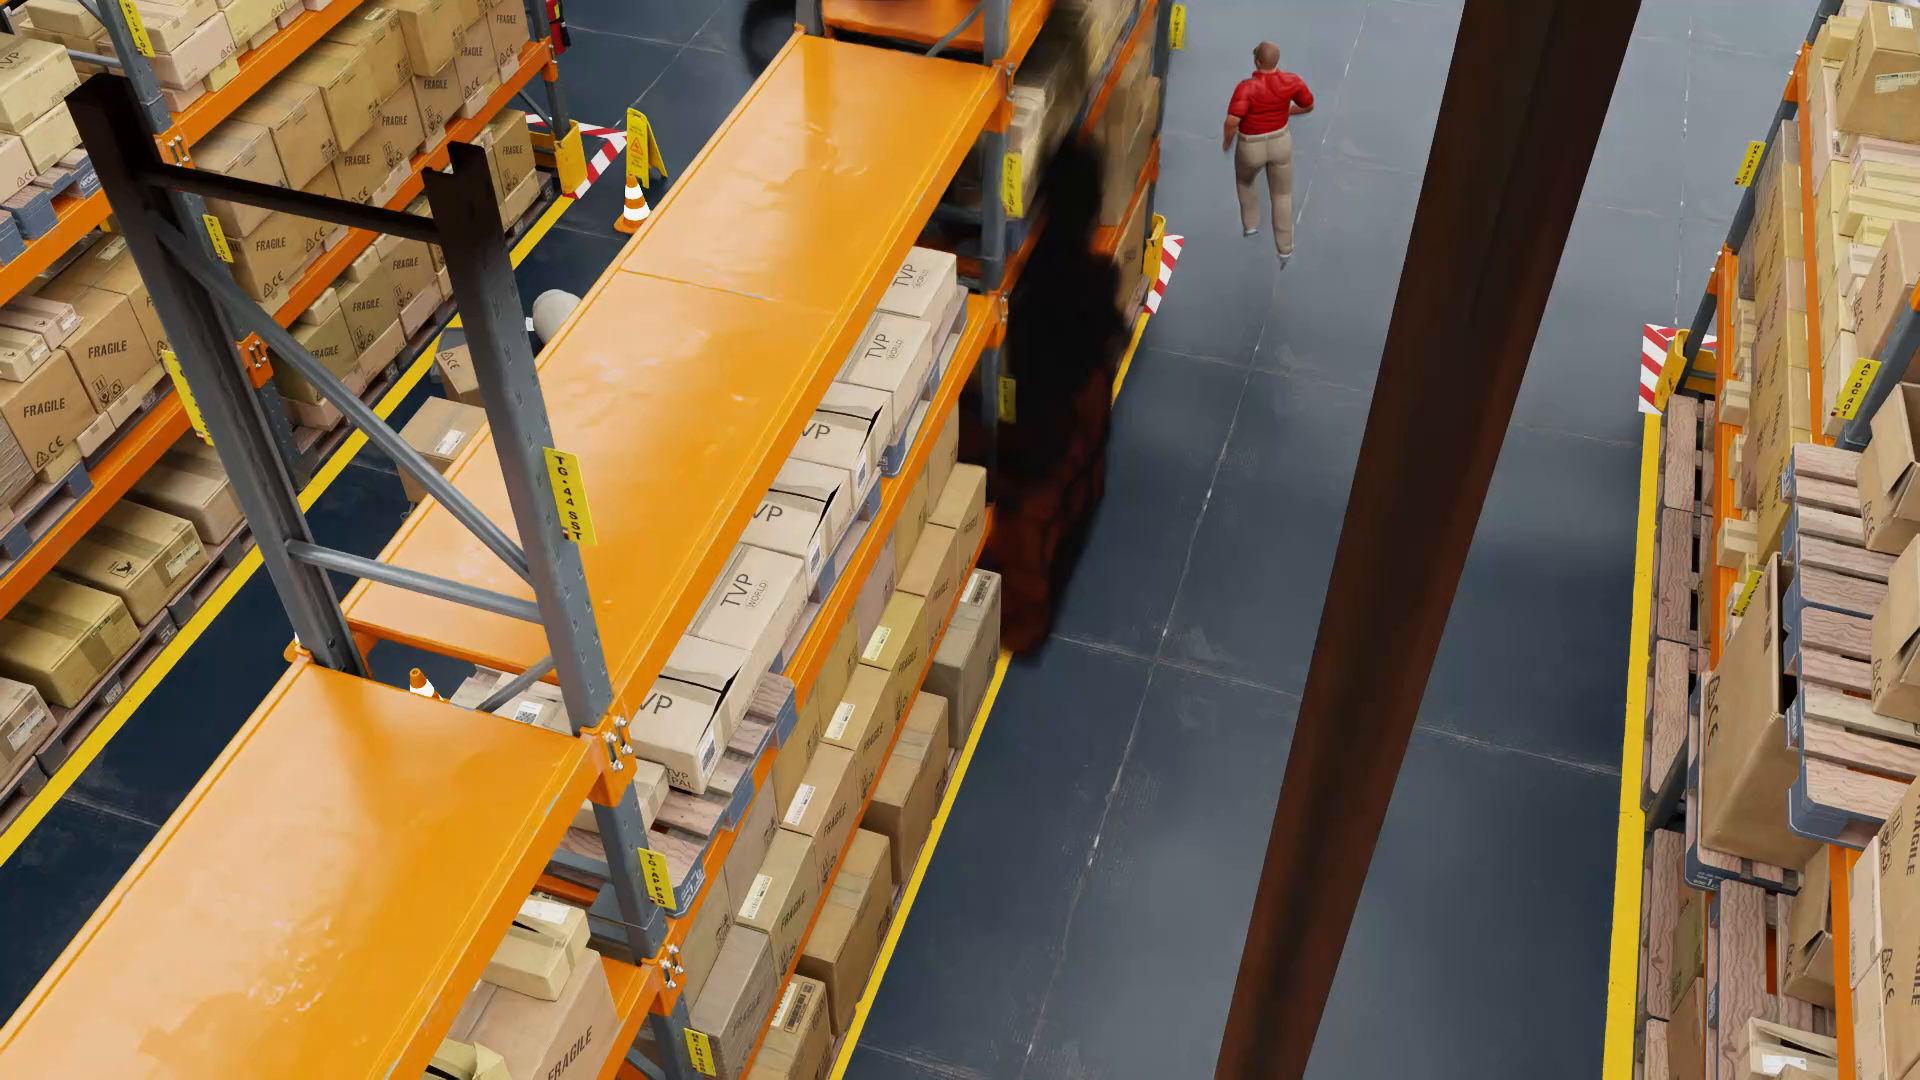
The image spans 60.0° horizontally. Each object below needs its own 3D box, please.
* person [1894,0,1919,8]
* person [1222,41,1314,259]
[{"bbox_3d":[8.695,-5.391,15.182,0.904,1.745,0.719,31,53,27],"label":"person"},{"bbox_3d":[2.237,-2.870,12.409,0.715,1.841,0.677,-4,46,-4],"label":"person"}]
